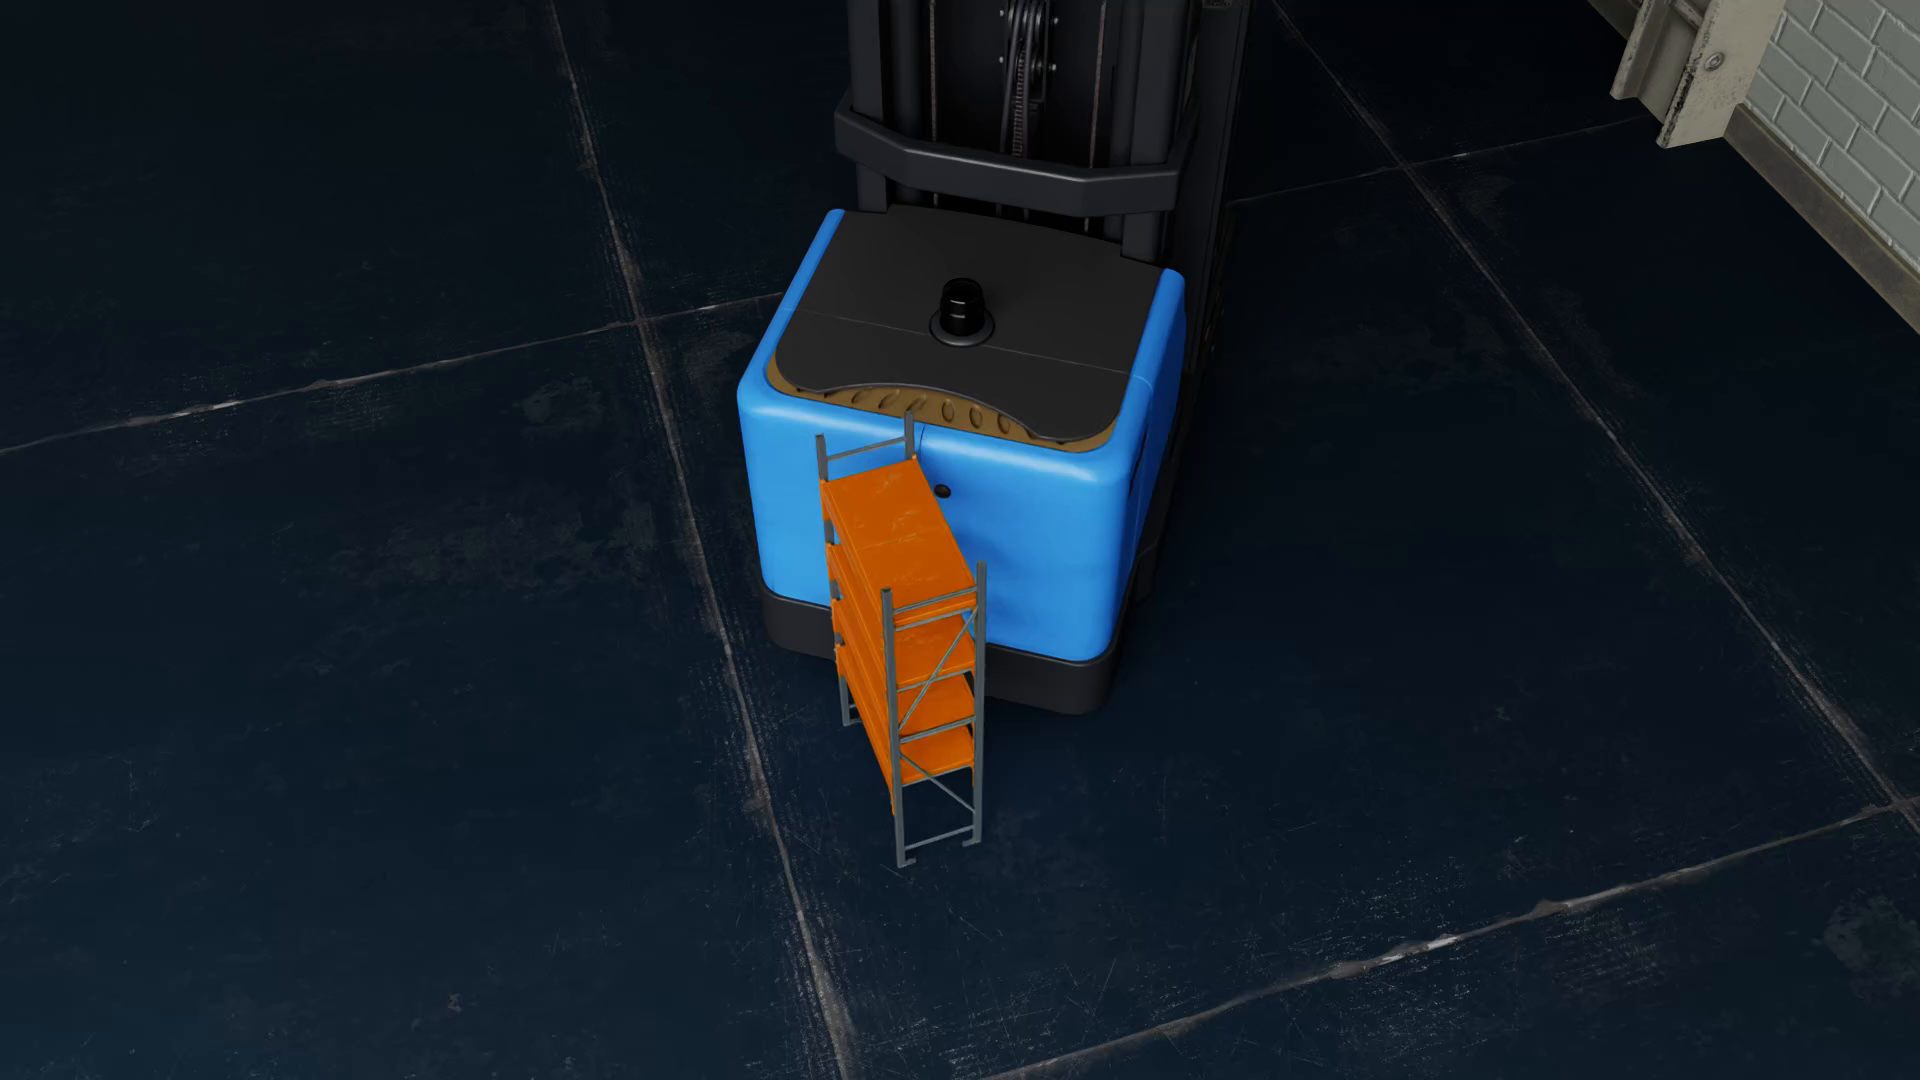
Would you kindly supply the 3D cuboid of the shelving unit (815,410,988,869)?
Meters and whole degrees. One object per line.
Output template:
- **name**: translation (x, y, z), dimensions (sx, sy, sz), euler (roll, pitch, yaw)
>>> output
- **shelving unit**: translation (-0.140, 0.291, 4.220), dimensions (0.258, 1.200, 0.503), euler (-16, 52, -13)

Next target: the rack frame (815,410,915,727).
- **rack frame**: translation (-0.224, 0.116, 4.368), dimensions (0.240, 1.200, 0.015), euler (-16, 52, -13)

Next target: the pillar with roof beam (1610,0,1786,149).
- **pillar with roof beam**: translation (-1.256, -3.647, 2.439), dimensions (9.100, 9.000, 0.400), euler (-13, 51, -11)

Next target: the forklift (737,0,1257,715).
- **forklift**: translation (0.308, -1.604, 4.685), dimensions (1.130, 2.935, 3.031), euler (12, 51, 10)

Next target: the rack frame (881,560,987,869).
- **rack frame**: translation (-0.056, 0.466, 4.072), dimensions (0.240, 1.200, 0.015), euler (-16, 52, -13)

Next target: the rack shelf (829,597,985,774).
- **rack shelf**: translation (-0.140, 0.334, 4.271), dimensions (0.258, 0.148, 0.480), euler (-16, 52, -13)

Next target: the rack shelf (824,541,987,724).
- **rack shelf**: translation (-0.140, 0.190, 4.100), dimensions (0.258, 0.148, 0.480), euler (-16, 52, -13)

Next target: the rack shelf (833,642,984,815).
- **rack shelf**: translation (-0.140, 0.462, 4.423), dimensions (0.258, 0.148, 0.480), euler (-16, 52, -13)

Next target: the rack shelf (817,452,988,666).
- **rack shelf**: translation (-0.140, 0.038, 3.920), dimensions (0.258, 0.148, 0.480), euler (-16, 52, -13)
